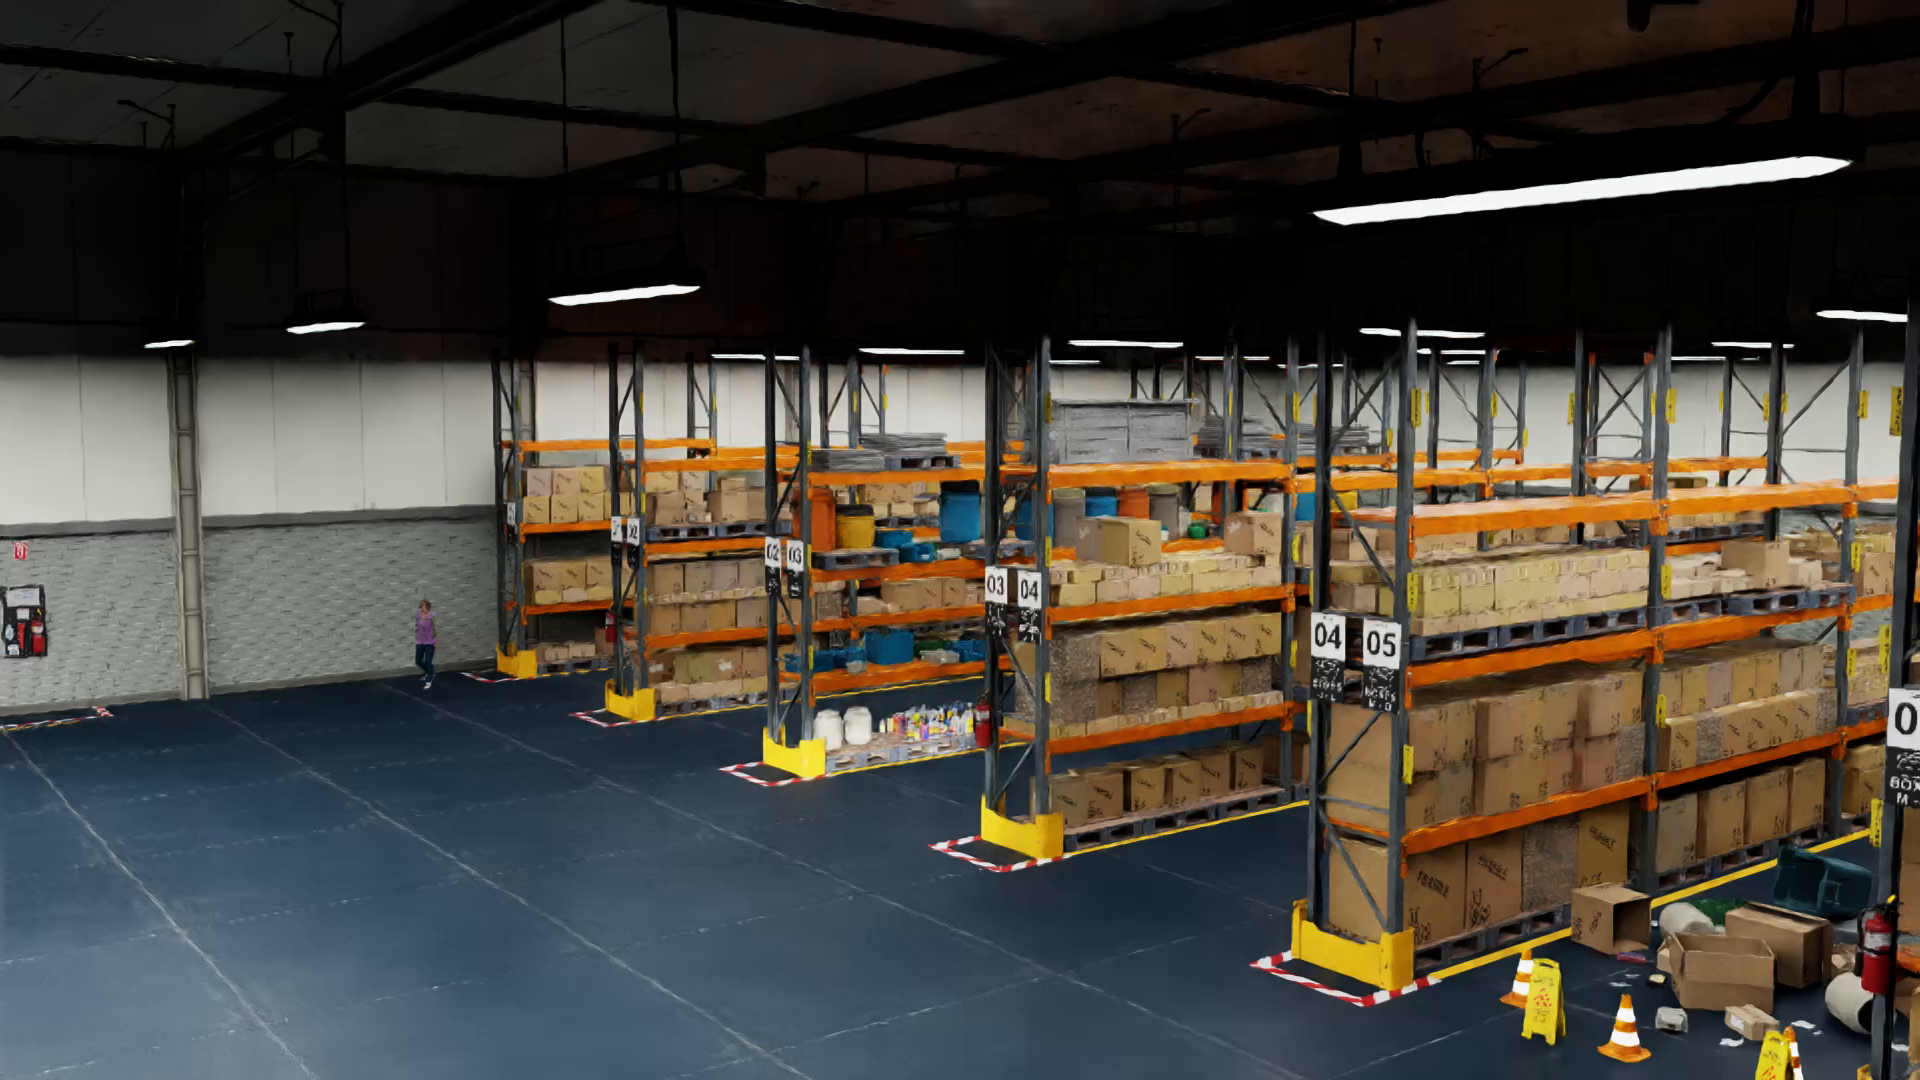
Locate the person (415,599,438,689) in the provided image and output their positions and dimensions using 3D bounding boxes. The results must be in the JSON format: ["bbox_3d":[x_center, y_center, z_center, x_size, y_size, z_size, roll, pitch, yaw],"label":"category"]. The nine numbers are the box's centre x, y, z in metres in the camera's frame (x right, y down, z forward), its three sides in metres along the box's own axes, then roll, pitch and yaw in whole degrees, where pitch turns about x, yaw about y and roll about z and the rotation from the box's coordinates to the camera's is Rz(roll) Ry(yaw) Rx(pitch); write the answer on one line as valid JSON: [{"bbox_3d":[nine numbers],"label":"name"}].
[{"bbox_3d":[-9.367,1.807,29.283,0.469,1.588,0.500,1,5,15],"label":"person"}]
